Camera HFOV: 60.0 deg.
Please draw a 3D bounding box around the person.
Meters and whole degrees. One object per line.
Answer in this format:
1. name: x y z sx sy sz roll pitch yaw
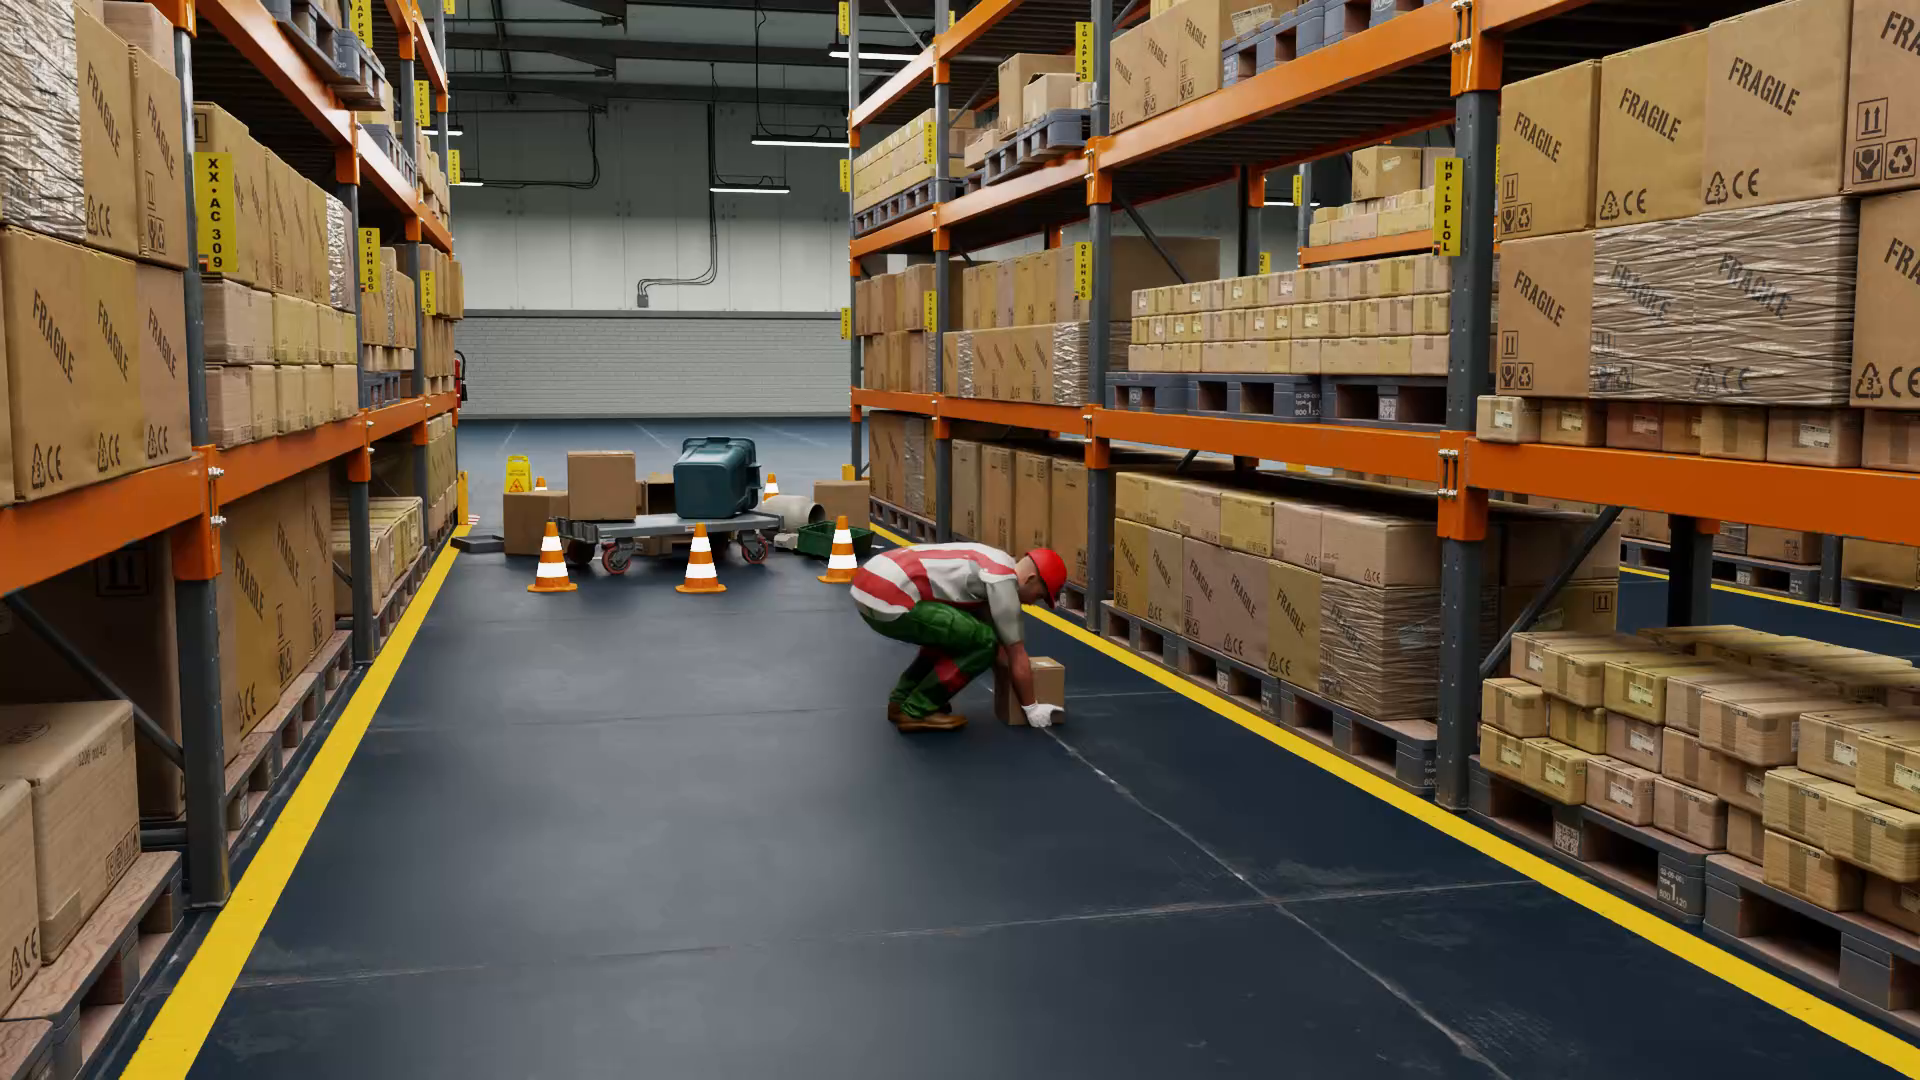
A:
1. person: 0.007 0.417 7.228 0.964 0.810 0.524 -2 6 -15
